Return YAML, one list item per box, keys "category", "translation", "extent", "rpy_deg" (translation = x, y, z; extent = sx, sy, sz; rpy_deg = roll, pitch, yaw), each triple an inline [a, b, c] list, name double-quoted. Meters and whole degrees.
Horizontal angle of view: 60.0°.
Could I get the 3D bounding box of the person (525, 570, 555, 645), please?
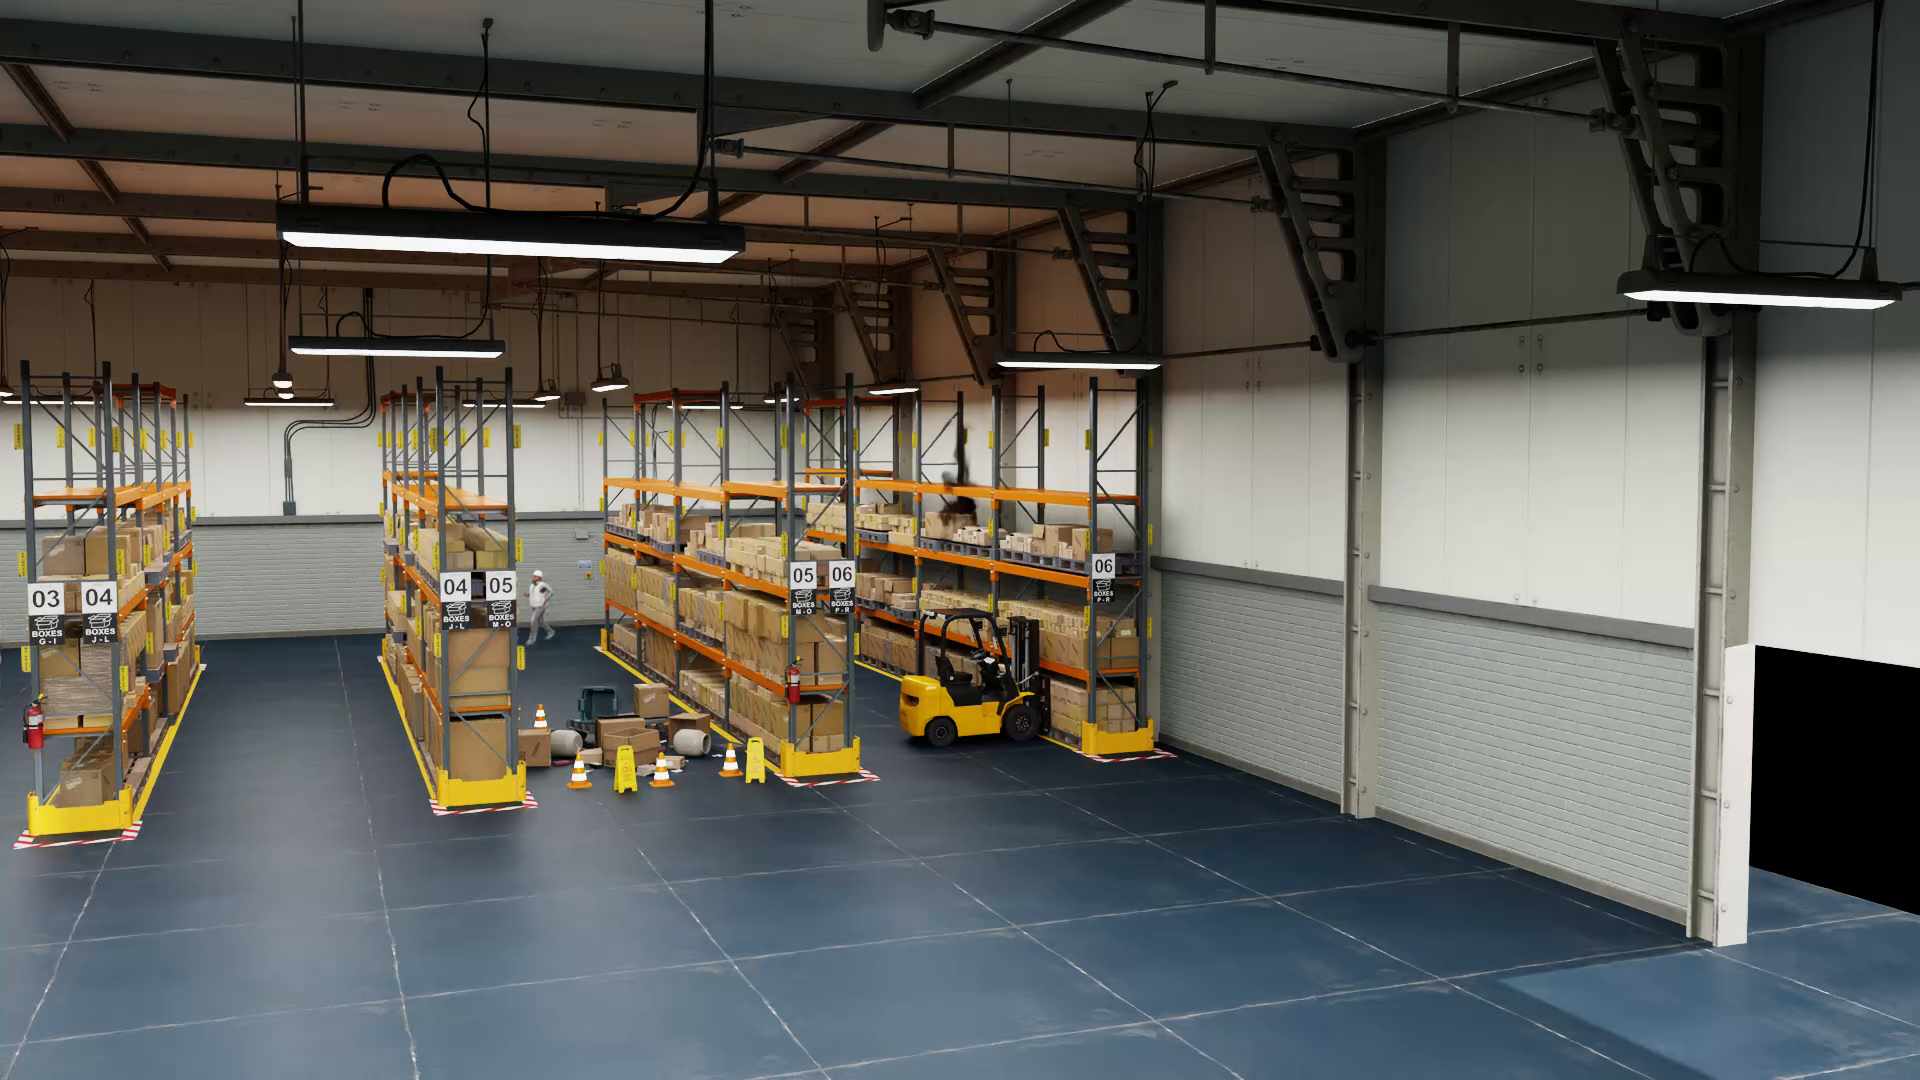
- category: "person"
  translation: [-10.394, 1.649, 41.023]
  extent: [0.635, 1.813, 0.871]
  rpy_deg: [3, 5, 45]
